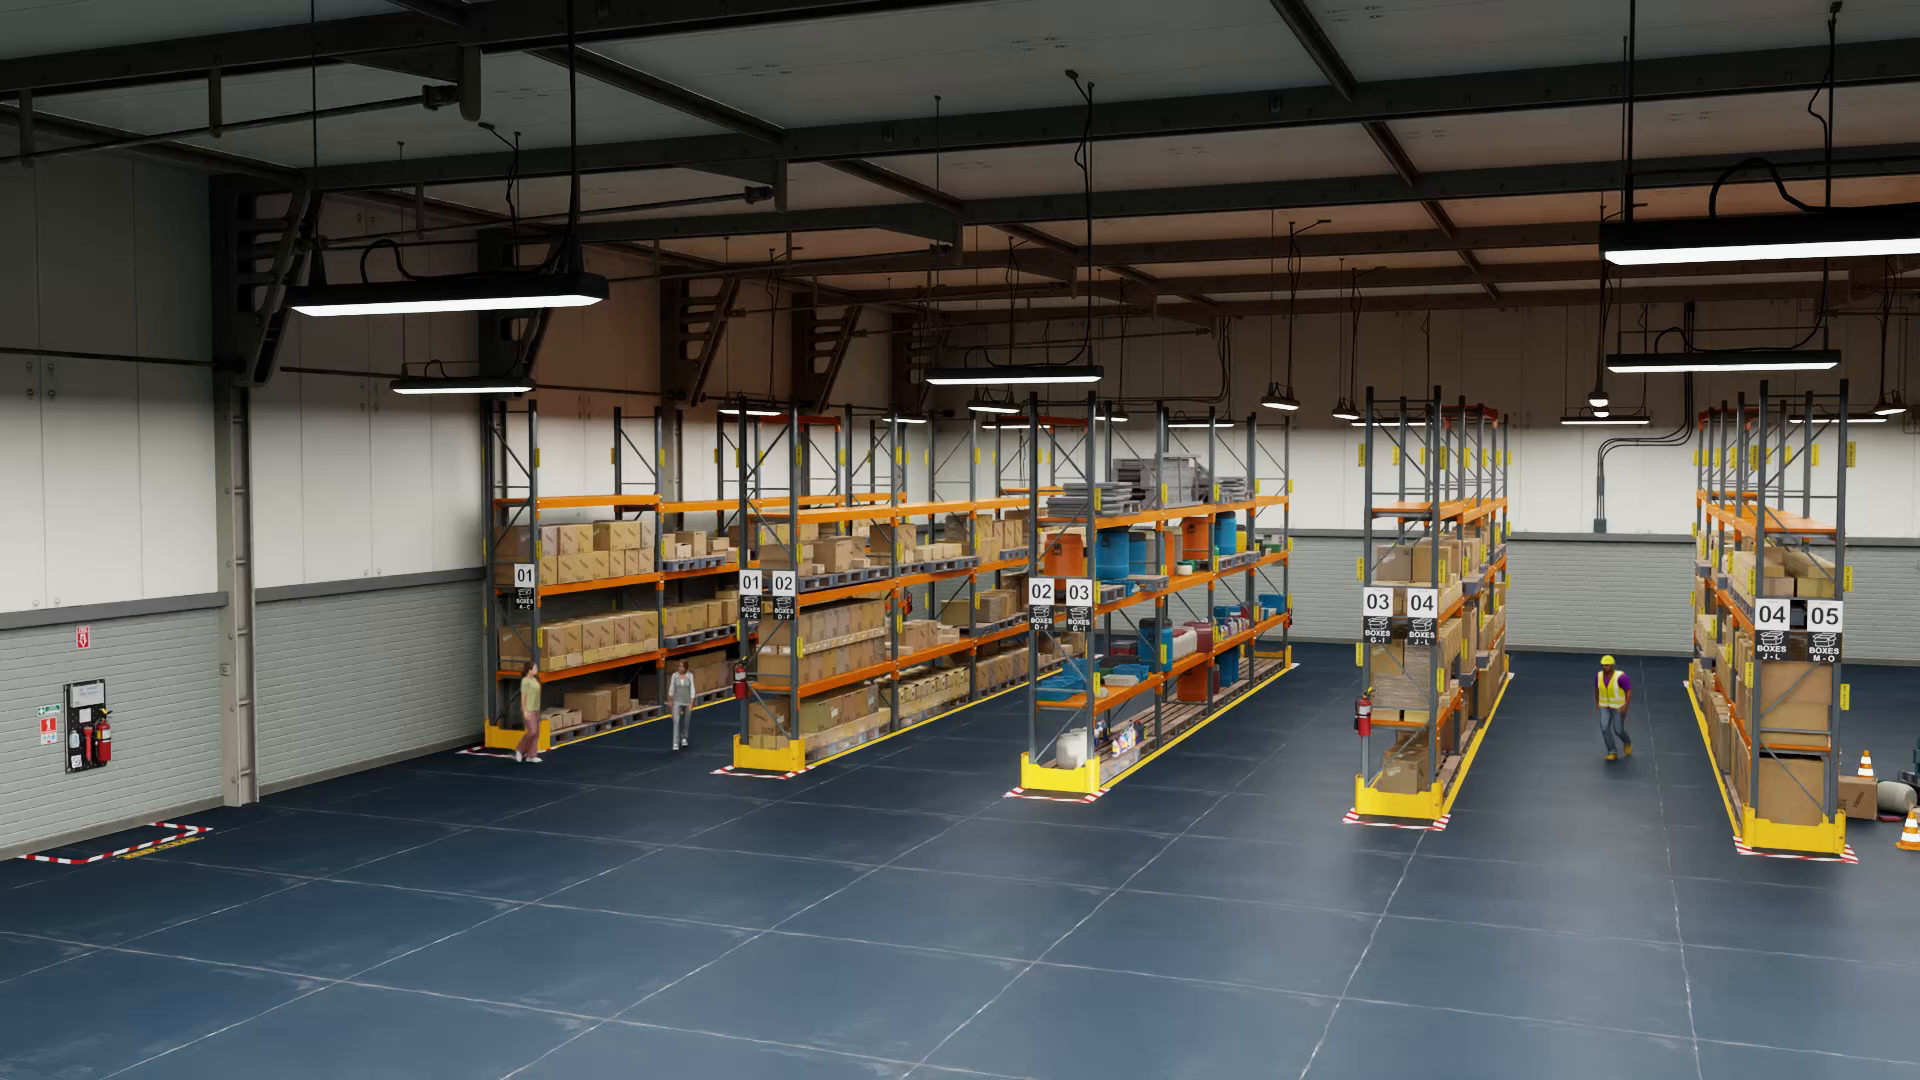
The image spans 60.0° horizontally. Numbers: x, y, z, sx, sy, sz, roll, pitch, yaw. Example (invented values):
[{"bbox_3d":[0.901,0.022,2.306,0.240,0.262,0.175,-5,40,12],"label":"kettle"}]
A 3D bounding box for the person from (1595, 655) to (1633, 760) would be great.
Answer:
[{"bbox_3d":[10.896,2.773,27.686,0.630,1.732,0.717,3,4,45],"label":"person"}]

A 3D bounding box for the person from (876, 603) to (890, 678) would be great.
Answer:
[{"bbox_3d":[-1.764,2.288,37.008,0.493,1.792,0.588,-2,4,-38],"label":"person"}]

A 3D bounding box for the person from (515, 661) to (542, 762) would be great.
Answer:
[{"bbox_3d":[-7.055,2.808,27.231,0.465,1.669,0.458,1,3,20],"label":"person"}]

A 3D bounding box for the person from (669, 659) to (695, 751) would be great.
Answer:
[{"bbox_3d":[-4.753,2.804,28.424,0.440,1.540,0.978,-1,3,-16],"label":"person"}]
